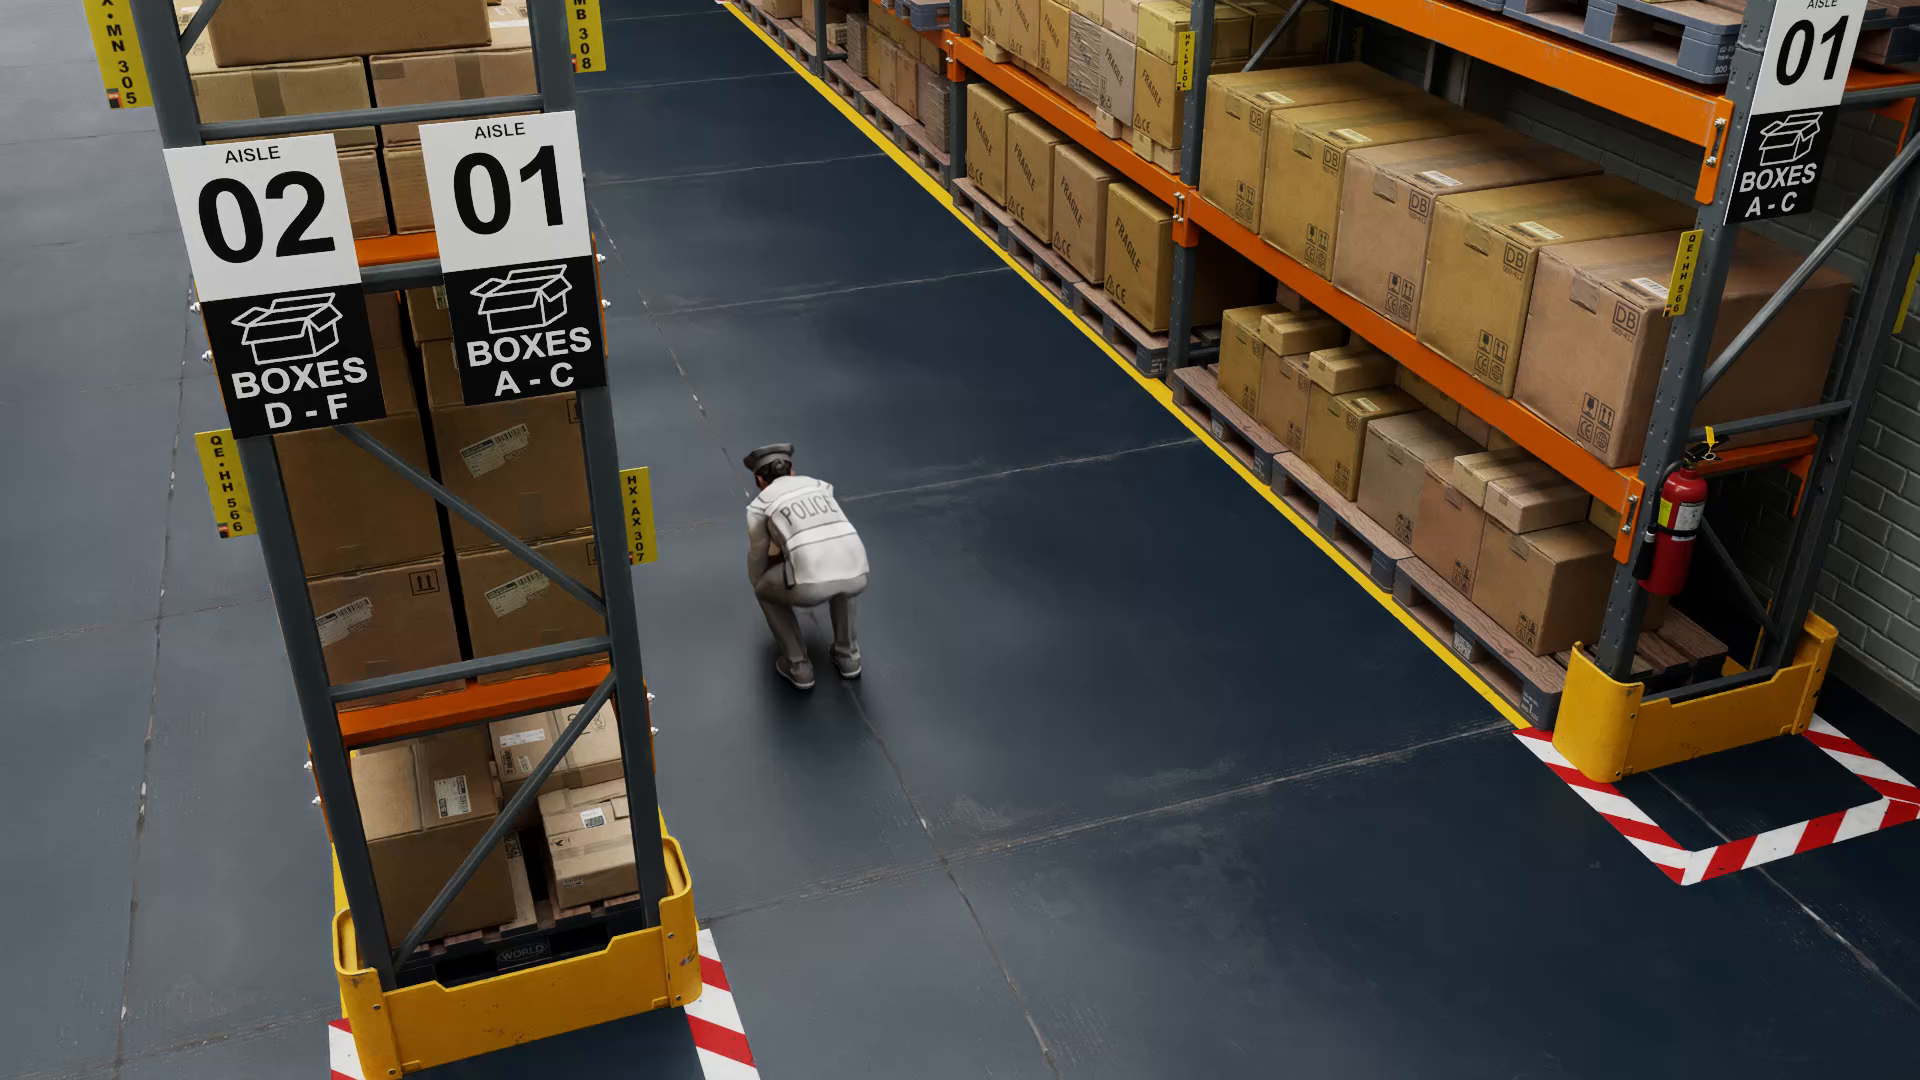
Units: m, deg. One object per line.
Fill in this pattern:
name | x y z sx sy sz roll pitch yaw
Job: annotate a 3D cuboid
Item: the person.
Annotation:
person | -0.717 0.113 7.622 0.467 0.981 0.903 -13 32 -21
